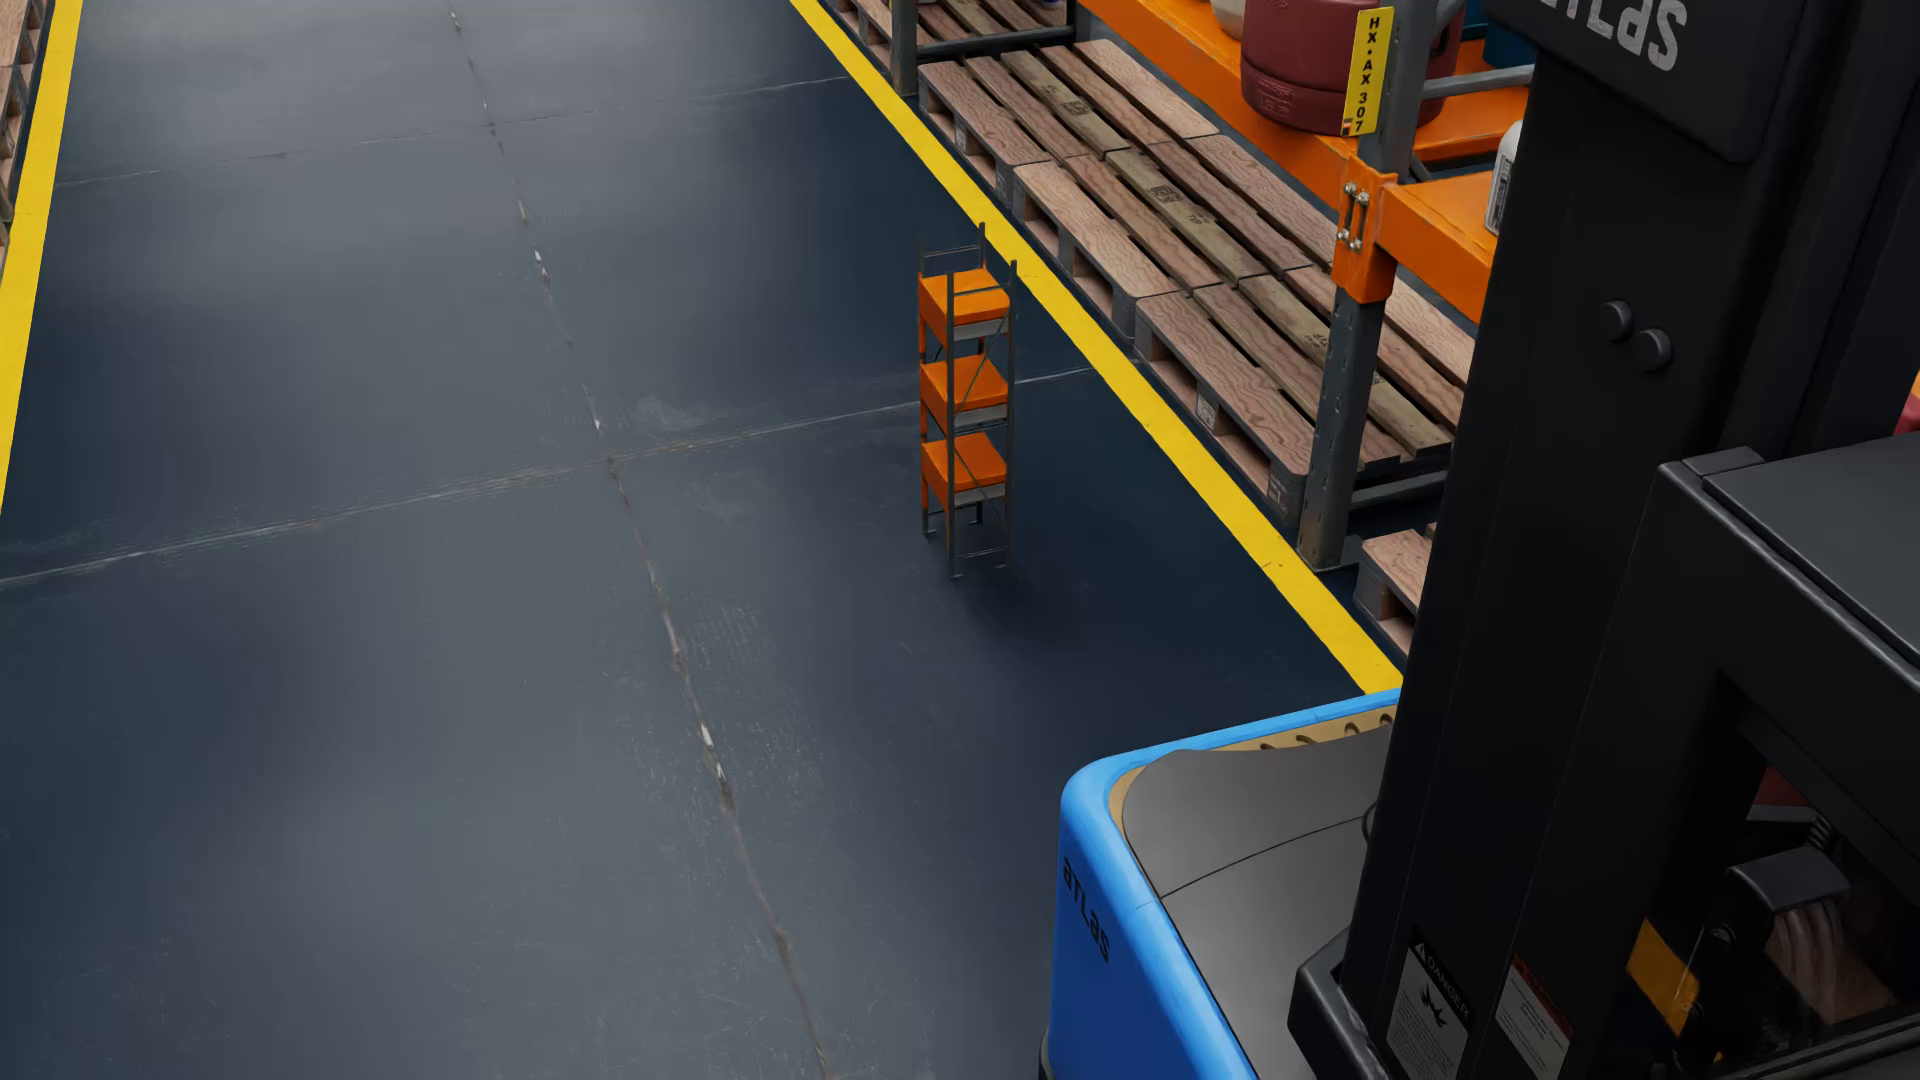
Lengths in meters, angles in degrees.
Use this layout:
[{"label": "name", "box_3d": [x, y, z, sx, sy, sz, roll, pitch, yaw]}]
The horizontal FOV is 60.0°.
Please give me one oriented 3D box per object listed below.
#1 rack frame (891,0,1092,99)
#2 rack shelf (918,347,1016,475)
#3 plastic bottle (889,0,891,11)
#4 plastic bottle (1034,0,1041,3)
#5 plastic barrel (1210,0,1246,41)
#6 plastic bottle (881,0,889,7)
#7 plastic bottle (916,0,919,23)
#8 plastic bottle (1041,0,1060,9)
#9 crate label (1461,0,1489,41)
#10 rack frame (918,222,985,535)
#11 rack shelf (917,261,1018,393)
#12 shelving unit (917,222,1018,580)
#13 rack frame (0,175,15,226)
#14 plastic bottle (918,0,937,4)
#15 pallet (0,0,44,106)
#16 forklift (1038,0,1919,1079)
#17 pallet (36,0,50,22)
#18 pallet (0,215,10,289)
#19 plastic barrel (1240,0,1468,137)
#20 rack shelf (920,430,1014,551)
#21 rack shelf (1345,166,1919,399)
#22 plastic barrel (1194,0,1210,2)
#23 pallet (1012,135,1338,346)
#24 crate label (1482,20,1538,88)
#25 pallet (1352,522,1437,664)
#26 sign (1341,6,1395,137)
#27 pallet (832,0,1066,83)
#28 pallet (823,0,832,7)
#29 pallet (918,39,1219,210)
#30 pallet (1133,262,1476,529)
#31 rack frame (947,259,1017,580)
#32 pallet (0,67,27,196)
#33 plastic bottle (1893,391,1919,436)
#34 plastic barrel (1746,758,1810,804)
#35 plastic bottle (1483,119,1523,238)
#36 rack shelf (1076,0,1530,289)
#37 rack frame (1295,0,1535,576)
[{"label": "rack frame", "box_3d": [0.161, -3.486, 7.385, 1.000, 3.000, 0.127, -12, 39, -16]}, {"label": "rack shelf", "box_3d": [0.018, -0.381, 4.900, 0.215, 0.259, 0.240, -12, 39, -16]}, {"label": "plastic bottle", "box_3d": [-0.314, -2.780, 8.340, 0.061, 0.283, 0.133, -11, 38, -14]}, {"label": "plastic bottle", "box_3d": [0.428, -2.872, 8.530, 0.097, 0.201, 0.097, 0, 37, 0]}, {"label": "plastic barrel", "box_3d": [0.983, -1.808, 5.064, 0.421, 0.512, 0.421, 0, 37, 0]}, {"label": "plastic bottle", "box_3d": [-0.331, -2.908, 8.454, 0.144, 0.351, 0.185, -13, 39, -17]}, {"label": "plastic bottle", "box_3d": [-0.257, -2.685, 8.281, 0.097, 0.201, 0.097, 0, 37, 0]}, {"label": "plastic bottle", "box_3d": [0.463, -2.843, 8.433, 0.097, 0.271, 0.097, 0, 37, 0]}, {"label": "crate label", "box_3d": [1.449, -1.858, 5.194, 0.502, 0.435, 0.616, -12, 39, -16]}, {"label": "rack frame", "box_3d": [-0.024, -0.458, 4.985, 0.200, 1.050, 0.008, -12, 39, -16]}, {"label": "rack shelf", "box_3d": [0.018, -0.607, 4.730, 0.215, 0.259, 0.240, -12, 39, -16]}, {"label": "shelving unit", "box_3d": [0.018, -0.389, 4.894, 0.215, 1.050, 0.252, -12, 39, -16]}, {"label": "rack frame", "box_3d": [-4.490, -2.461, 6.024, 1.000, 3.000, 0.127, -12, 39, -16]}, {"label": "plastic bottle", "box_3d": [-0.196, -2.938, 8.493, 0.144, 0.351, 0.185, -12, 39, -16]}, {"label": "pallet", "box_3d": [-5.177, -2.409, 8.273, 1.003, 0.211, 1.213, -12, 39, -16]}, {"label": "forklift", "box_3d": [1.107, 0.838, 1.702, 1.130, 2.935, 3.031, -11, 38, -15]}, {"label": "pallet", "box_3d": [-5.594, -3.097, 9.187, 1.003, 0.211, 1.213, -12, 39, -16]}, {"label": "pallet", "box_3d": [-4.220, -0.907, 6.279, 1.003, 0.211, 1.213, -12, 39, -16]}, {"label": "plastic barrel", "box_3d": [1.093, -1.480, 4.609, 0.600, 0.536, 0.708, -12, 39, -16]}, {"label": "rack shelf", "box_3d": [0.018, -0.159, 5.068, 0.215, 0.259, 0.240, -12, 39, -16]}, {"label": "rack shelf", "box_3d": [2.226, 0.191, 3.102, 1.077, 0.370, 4.000, -12, 39, -16]}, {"label": "plastic barrel", "box_3d": [0.838, -2.046, 5.380, 0.421, 0.512, 0.421, 0, 37, 0]}, {"label": "pallet", "box_3d": [0.891, -1.247, 6.729, 1.003, 0.211, 1.213, -12, 39, -16]}, {"label": "crate label", "box_3d": [1.744, -1.475, 4.855, 0.303, 0.233, 0.416, -12, 39, -16]}, {"label": "pallet", "box_3d": [1.848, 0.324, 4.644, 1.003, 0.211, 1.213, -12, 39, -16]}, {"label": "sign", "box_3d": [1.023, -1.174, 4.180, 0.100, 0.325, 0.005, -12, 39, -16]}, {"label": "pallet", "box_3d": [-0.031, -2.760, 8.739, 1.003, 0.211, 1.213, -12, 39, -16]}, {"label": "pallet", "box_3d": [-0.455, -3.451, 9.656, 1.003, 0.211, 1.213, -12, 39, -16]}, {"label": "pallet", "box_3d": [0.468, -1.937, 7.646, 1.003, 0.211, 1.213, -12, 39, -16]}, {"label": "pallet", "box_3d": [1.307, -0.558, 5.816, 1.003, 0.211, 1.213, -12, 39, -16]}, {"label": "rack frame", "box_3d": [0.060, -0.320, 4.802, 0.200, 1.050, 0.008, -12, 39, -16]}, {"label": "pallet", "box_3d": [-4.754, -1.719, 7.357, 1.003, 0.211, 1.213, -12, 39, -16]}, {"label": "plastic bottle", "box_3d": [1.738, -0.206, 3.128, 0.061, 0.283, 0.133, -12, 39, -16]}, {"label": "plastic barrel", "box_3d": [2.110, 0.480, 3.775, 0.600, 0.588, 0.708, -12, 39, -16]}, {"label": "plastic bottle", "box_3d": [1.383, -0.866, 4.009, 0.152, 0.276, 0.135, -12, 39, -16]}, {"label": "rack shelf", "box_3d": [0.849, -2.069, 6.102, 1.077, 0.370, 4.000, -12, 39, -16]}, {"label": "rack frame", "box_3d": [1.537, -1.227, 4.385, 1.000, 3.000, 0.127, -12, 39, -16]}]
